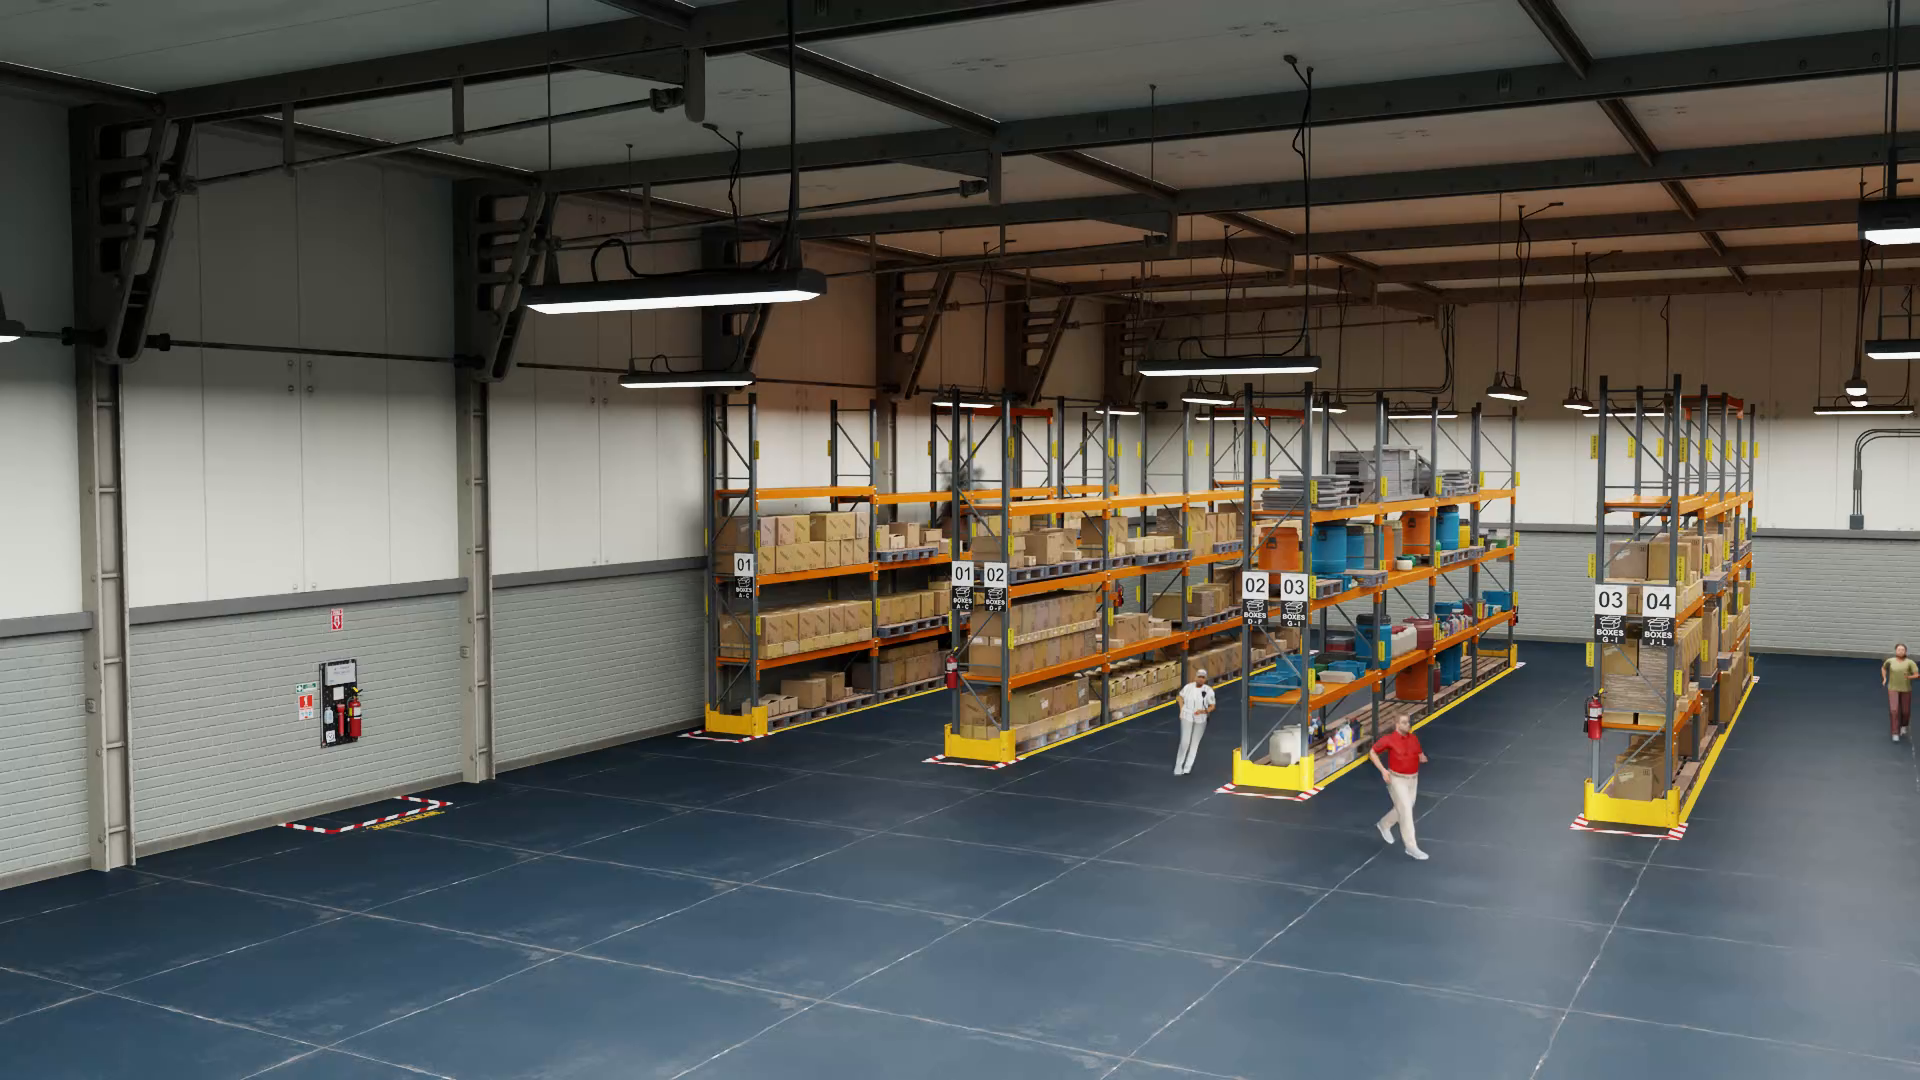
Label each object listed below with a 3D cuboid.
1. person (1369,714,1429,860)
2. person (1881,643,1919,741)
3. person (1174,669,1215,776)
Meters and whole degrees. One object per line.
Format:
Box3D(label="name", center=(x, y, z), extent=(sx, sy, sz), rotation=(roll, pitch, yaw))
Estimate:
Box3D(label="person", center=(5.480, 3.006, 20.592), extent=(0.663, 1.713, 0.969), rotation=(-2, 4, -31))
Box3D(label="person", center=(16.205, 2.601, 28.674), extent=(0.581, 1.646, 0.960), rotation=(2, 4, 29))
Box3D(label="person", center=(3.615, 2.810, 25.614), extent=(0.628, 1.662, 0.617), rotation=(0, 3, 8))
